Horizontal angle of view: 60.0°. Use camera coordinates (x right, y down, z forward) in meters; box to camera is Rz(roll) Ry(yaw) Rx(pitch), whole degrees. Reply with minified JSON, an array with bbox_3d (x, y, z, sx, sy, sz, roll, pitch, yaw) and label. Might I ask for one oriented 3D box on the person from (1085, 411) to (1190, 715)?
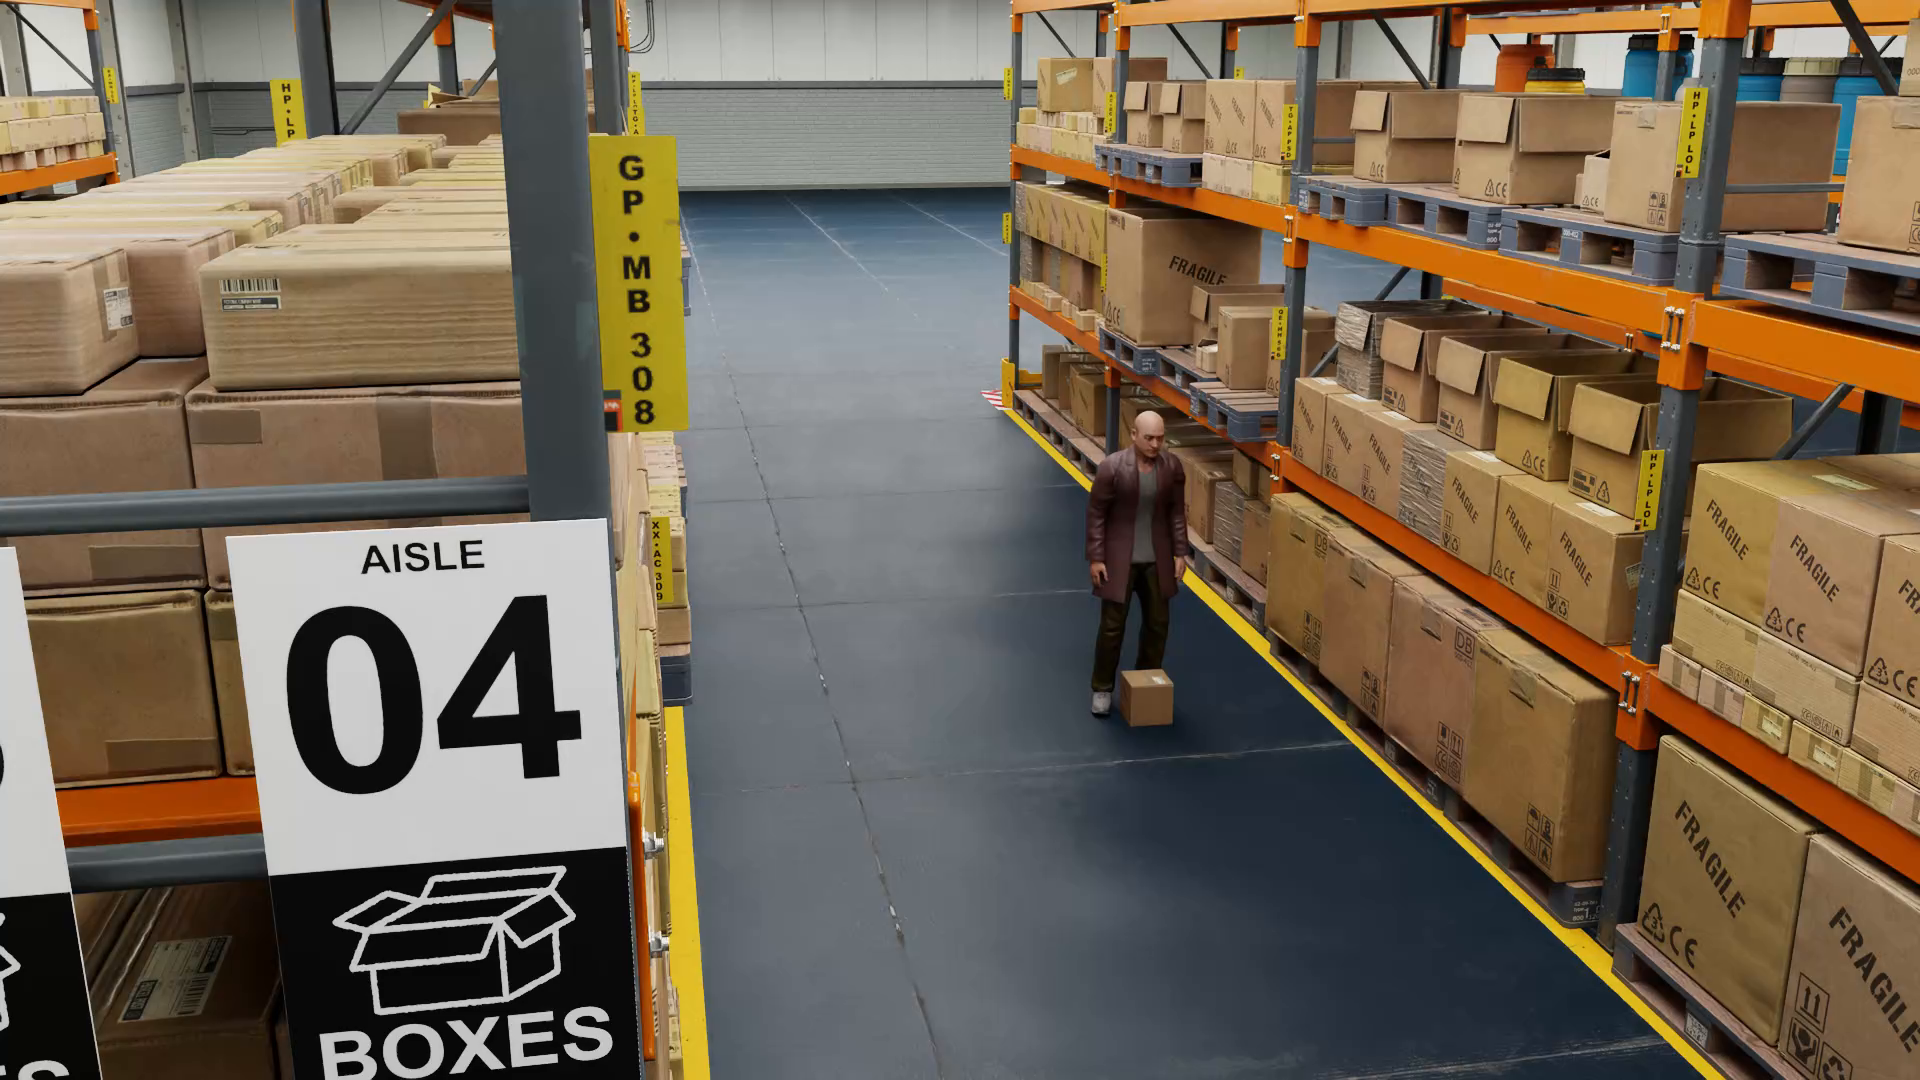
[{"bbox_3d":[1.034,0.116,9.662,0.645,1.772,0.429,-4,17,-14],"label":"person"}]
